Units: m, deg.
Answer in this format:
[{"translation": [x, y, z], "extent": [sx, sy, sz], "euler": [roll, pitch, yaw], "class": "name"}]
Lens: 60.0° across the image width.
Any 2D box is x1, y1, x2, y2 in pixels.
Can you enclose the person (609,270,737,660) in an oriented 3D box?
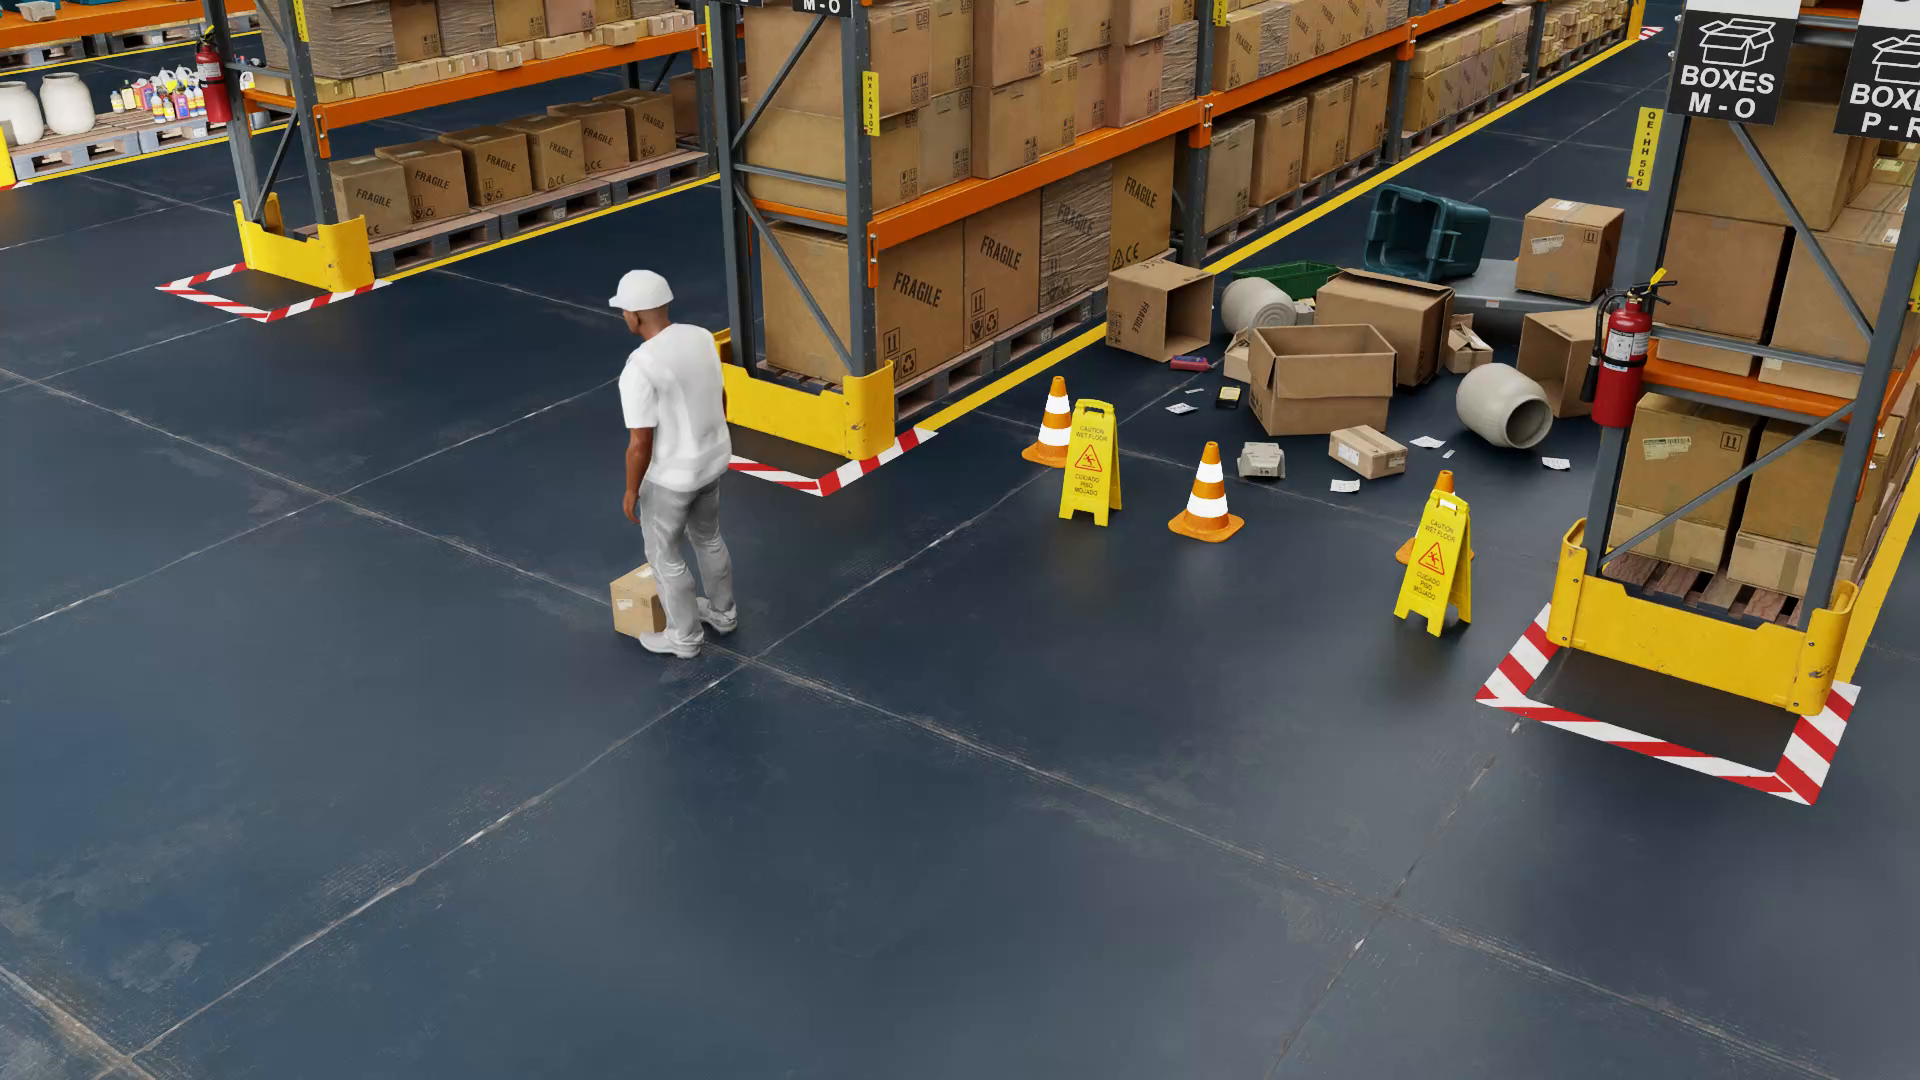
[{"translation": [-1.245, -0.322, 7.236], "extent": [0.460, 1.759, 0.634], "euler": [15, 31, 27], "class": "person"}]
